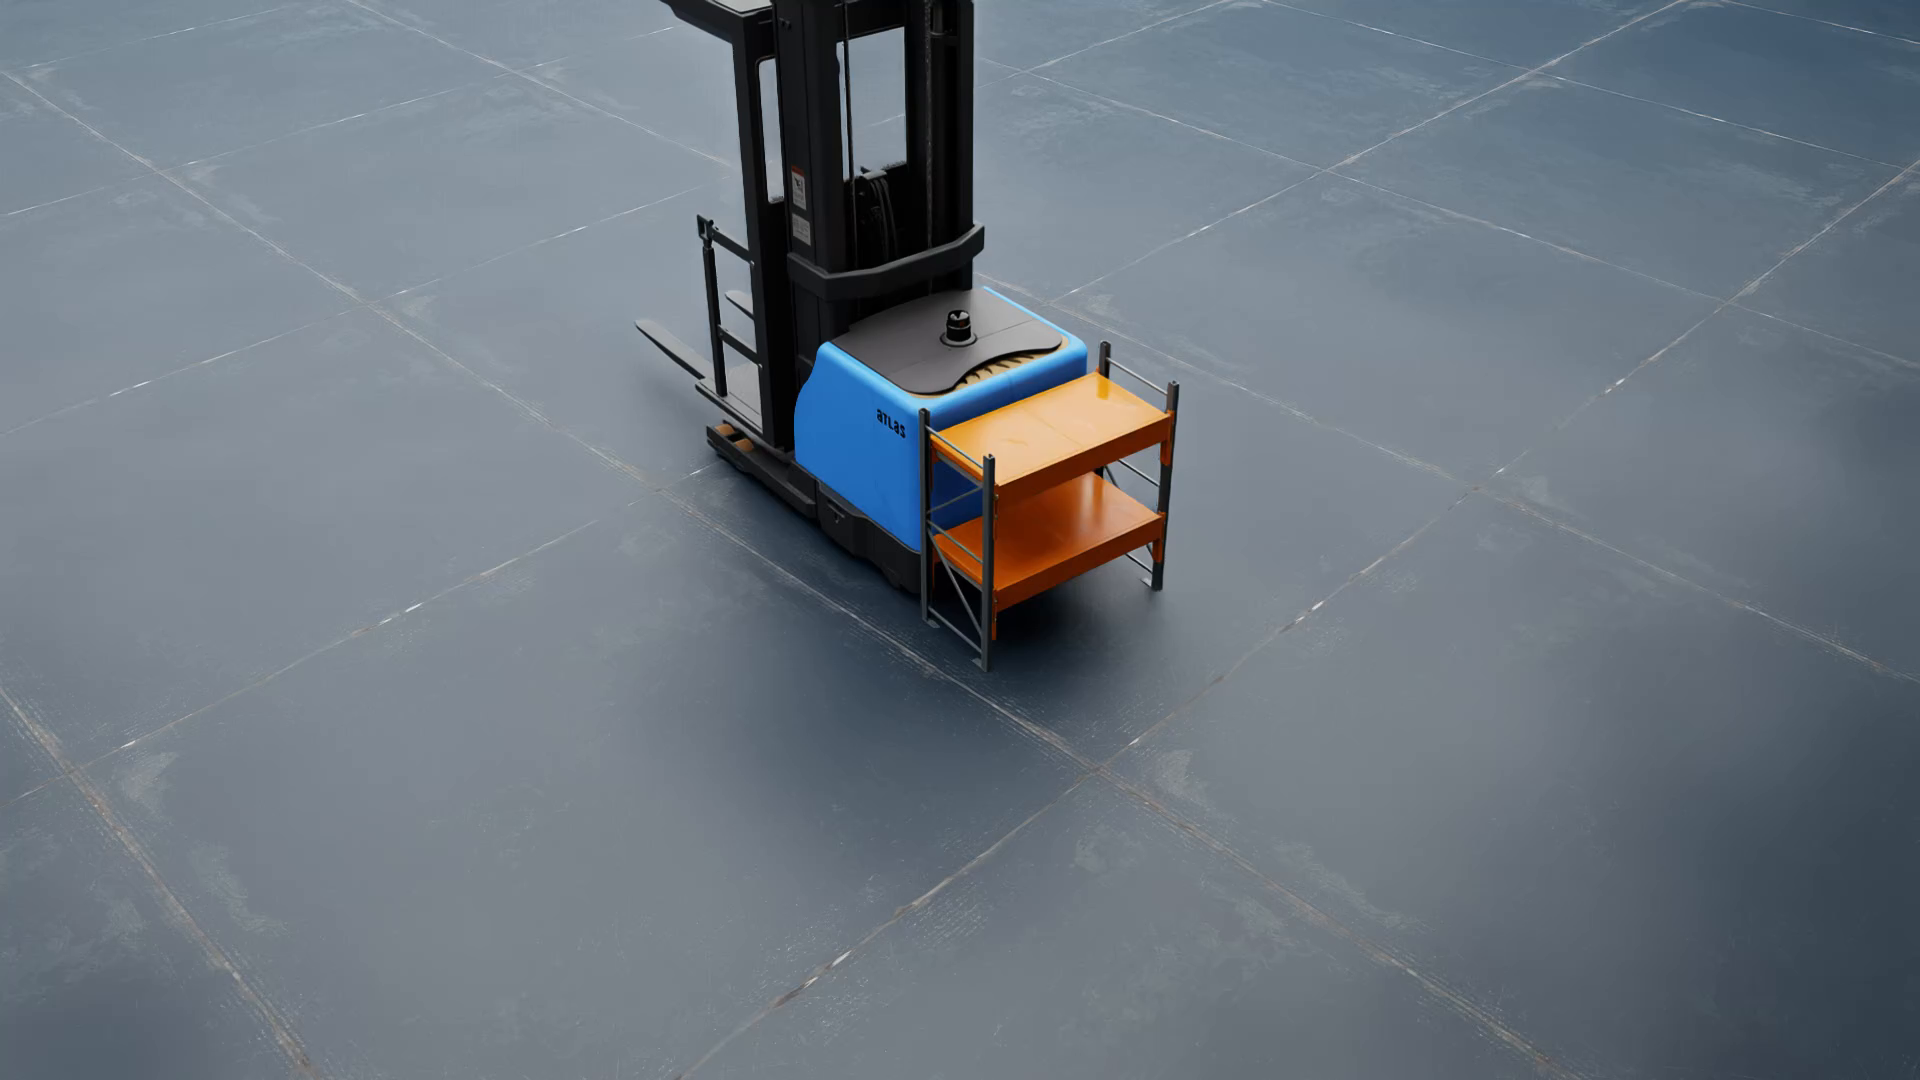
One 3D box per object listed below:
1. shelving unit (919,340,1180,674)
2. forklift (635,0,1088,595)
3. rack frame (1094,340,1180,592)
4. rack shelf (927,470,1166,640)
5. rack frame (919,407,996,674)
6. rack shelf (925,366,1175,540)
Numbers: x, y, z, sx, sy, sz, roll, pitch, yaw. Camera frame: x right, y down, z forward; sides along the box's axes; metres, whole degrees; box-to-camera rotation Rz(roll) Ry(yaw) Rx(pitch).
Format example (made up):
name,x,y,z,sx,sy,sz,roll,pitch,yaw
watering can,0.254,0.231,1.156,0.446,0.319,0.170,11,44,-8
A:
name,x,y,z,sx,sy,sz,roll,pitch,yaw
shelving unit,0.392,-0.160,7.496,1.048,1.125,0.538,-23,41,-29
forklift,-0.695,-1.724,8.160,1.130,2.935,3.031,-24,42,-30
rack frame,0.799,-0.334,7.745,0.032,1.125,0.500,-23,41,-29
rack shelf,0.392,0.040,7.636,1.000,0.278,0.538,-23,41,-29
rack frame,-0.016,0.013,7.247,0.032,1.125,0.500,-23,41,-29
rack shelf,0.392,-0.400,7.329,1.000,0.278,0.538,-23,41,-29
